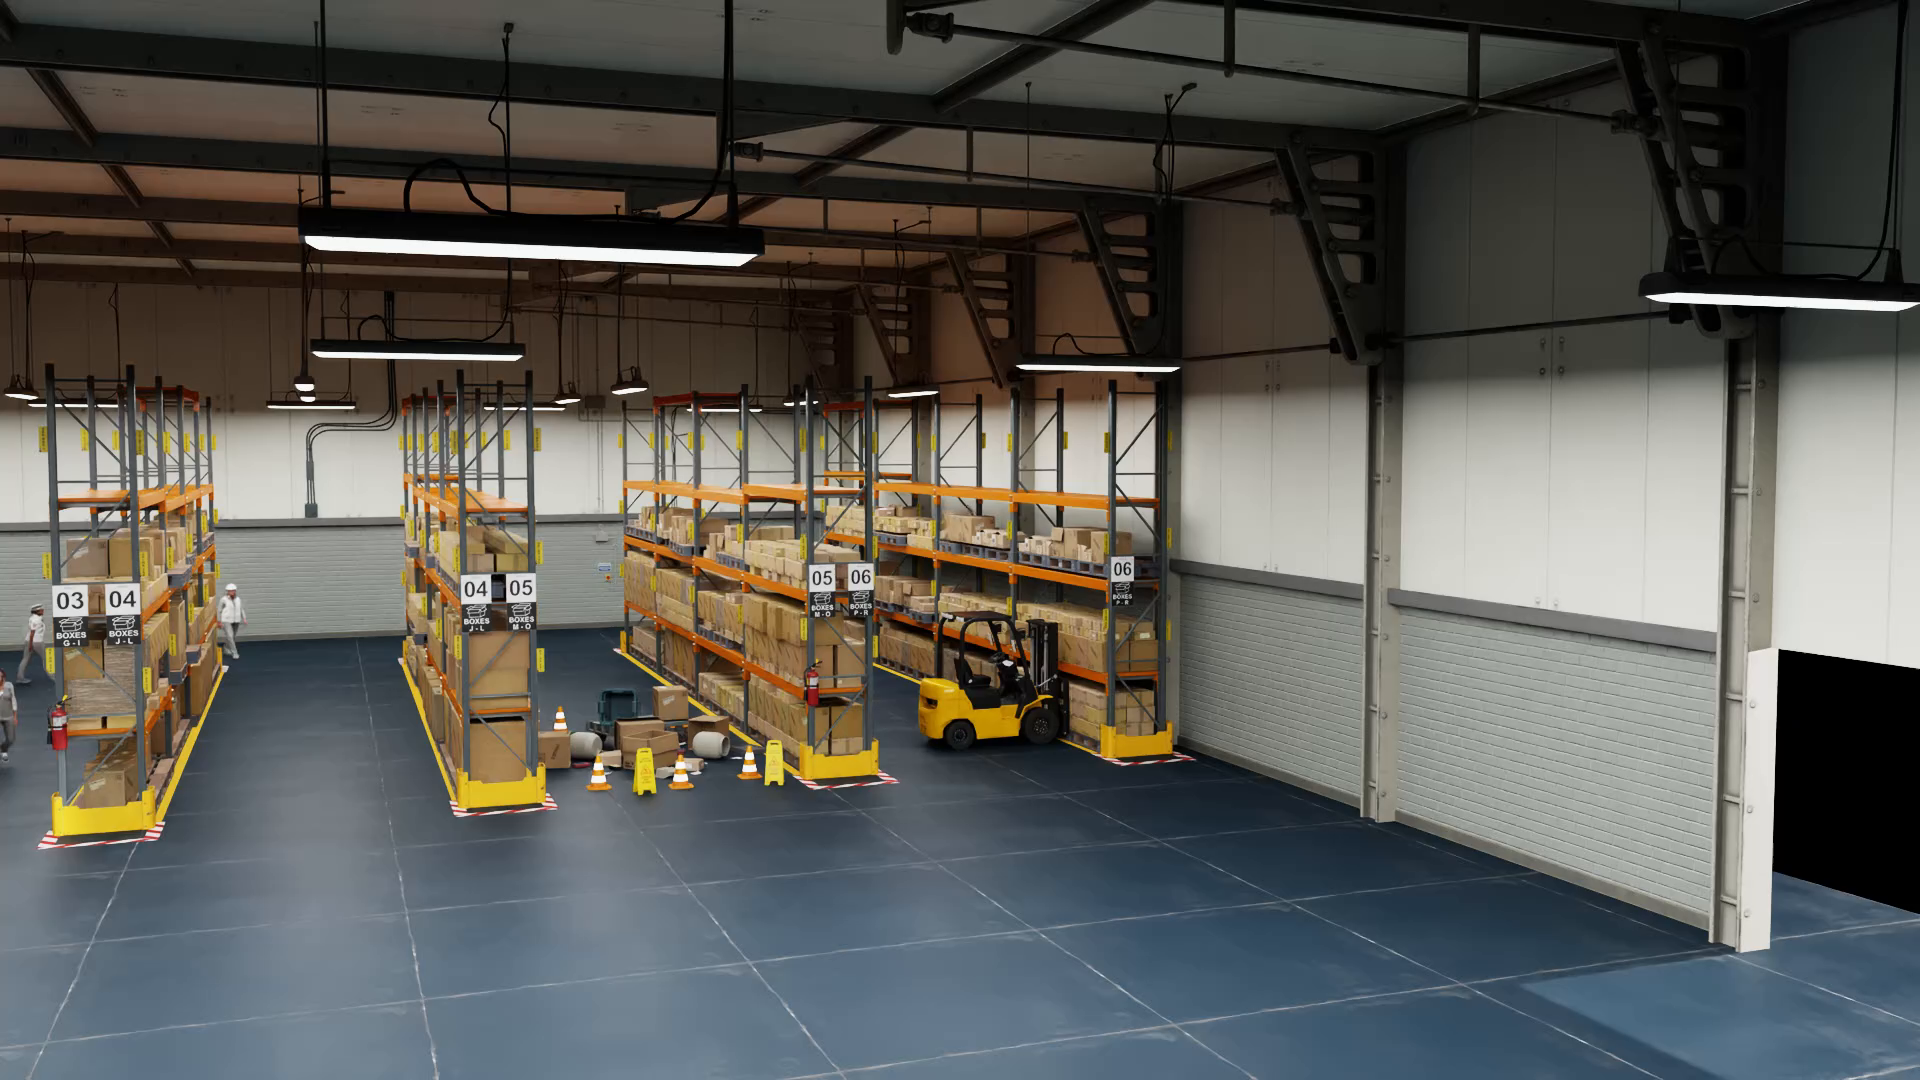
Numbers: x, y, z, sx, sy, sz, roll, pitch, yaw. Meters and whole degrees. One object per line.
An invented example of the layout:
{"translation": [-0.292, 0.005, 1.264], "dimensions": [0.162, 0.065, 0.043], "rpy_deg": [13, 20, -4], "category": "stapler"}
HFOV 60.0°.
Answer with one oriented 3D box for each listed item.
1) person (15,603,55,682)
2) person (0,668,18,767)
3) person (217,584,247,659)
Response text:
{"translation": [-19.275, 2.133, 34.741], "dimensions": [0.435, 1.629, 0.922], "rpy_deg": [2, 4, 34], "category": "person"}
{"translation": [-14.678, 2.726, 25.438], "dimensions": [0.454, 1.557, 0.840], "rpy_deg": [-2, 4, -36], "category": "person"}
{"translation": [-16.888, 1.867, 38.550], "dimensions": [1.102, 1.708, 0.579], "rpy_deg": [3, 4, 41], "category": "person"}
